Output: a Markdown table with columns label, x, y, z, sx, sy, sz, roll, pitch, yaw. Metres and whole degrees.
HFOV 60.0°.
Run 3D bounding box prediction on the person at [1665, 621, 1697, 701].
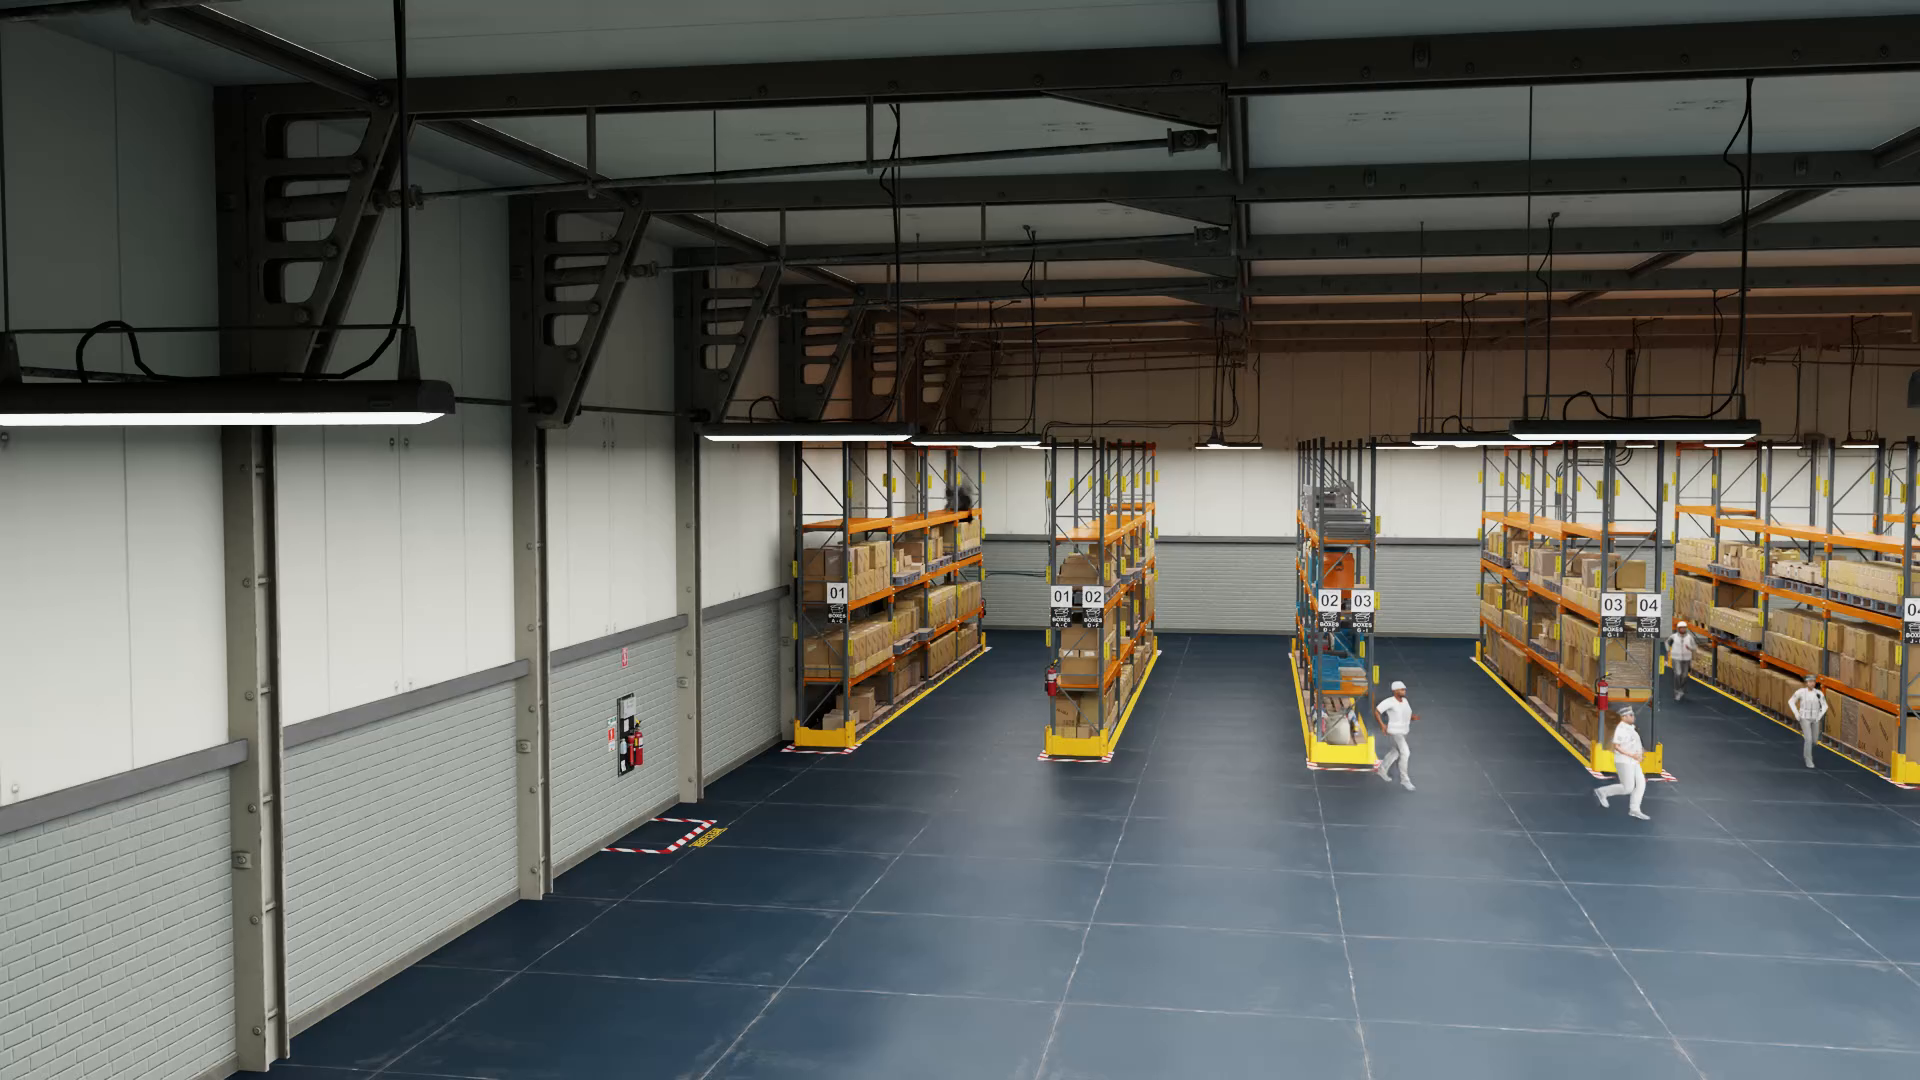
| label | x | y | z | sx | sy | sz | roll | pitch | yaw |
| --- | --- | --- | --- | --- | --- | --- | --- | --- | --- |
| person | 16.711 | 2.796 | 38.544 | 0.630 | 1.831 | 0.776 | 1 | 3 | 10 |

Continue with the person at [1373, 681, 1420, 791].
| label | x | y | z | sx | sy | sz | roll | pitch | yaw |
| --- | --- | --- | --- | --- | --- | --- | --- | --- | --- |
| person | 7.481 | 3.316 | 28.435 | 0.843 | 1.808 | 0.685 | 3 | 4 | 44 |

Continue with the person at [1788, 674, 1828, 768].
| label | x | y | z | sx | sy | sz | roll | pitch | yaw |
| --- | --- | --- | --- | --- | --- | --- | --- | --- | --- |
| person | 15.519 | 3.276 | 30.438 | 0.637 | 1.686 | 0.717 | 1 | 3 | 11 |

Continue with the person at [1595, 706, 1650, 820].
| label | x | y | z | sx | sy | sz | roll | pitch | yaw |
| --- | --- | --- | --- | --- | --- | --- | --- | --- | --- |
| person | 10.430 | 3.476 | 26.111 | 0.816 | 1.772 | 0.663 | 2 | 4 | 38 |
